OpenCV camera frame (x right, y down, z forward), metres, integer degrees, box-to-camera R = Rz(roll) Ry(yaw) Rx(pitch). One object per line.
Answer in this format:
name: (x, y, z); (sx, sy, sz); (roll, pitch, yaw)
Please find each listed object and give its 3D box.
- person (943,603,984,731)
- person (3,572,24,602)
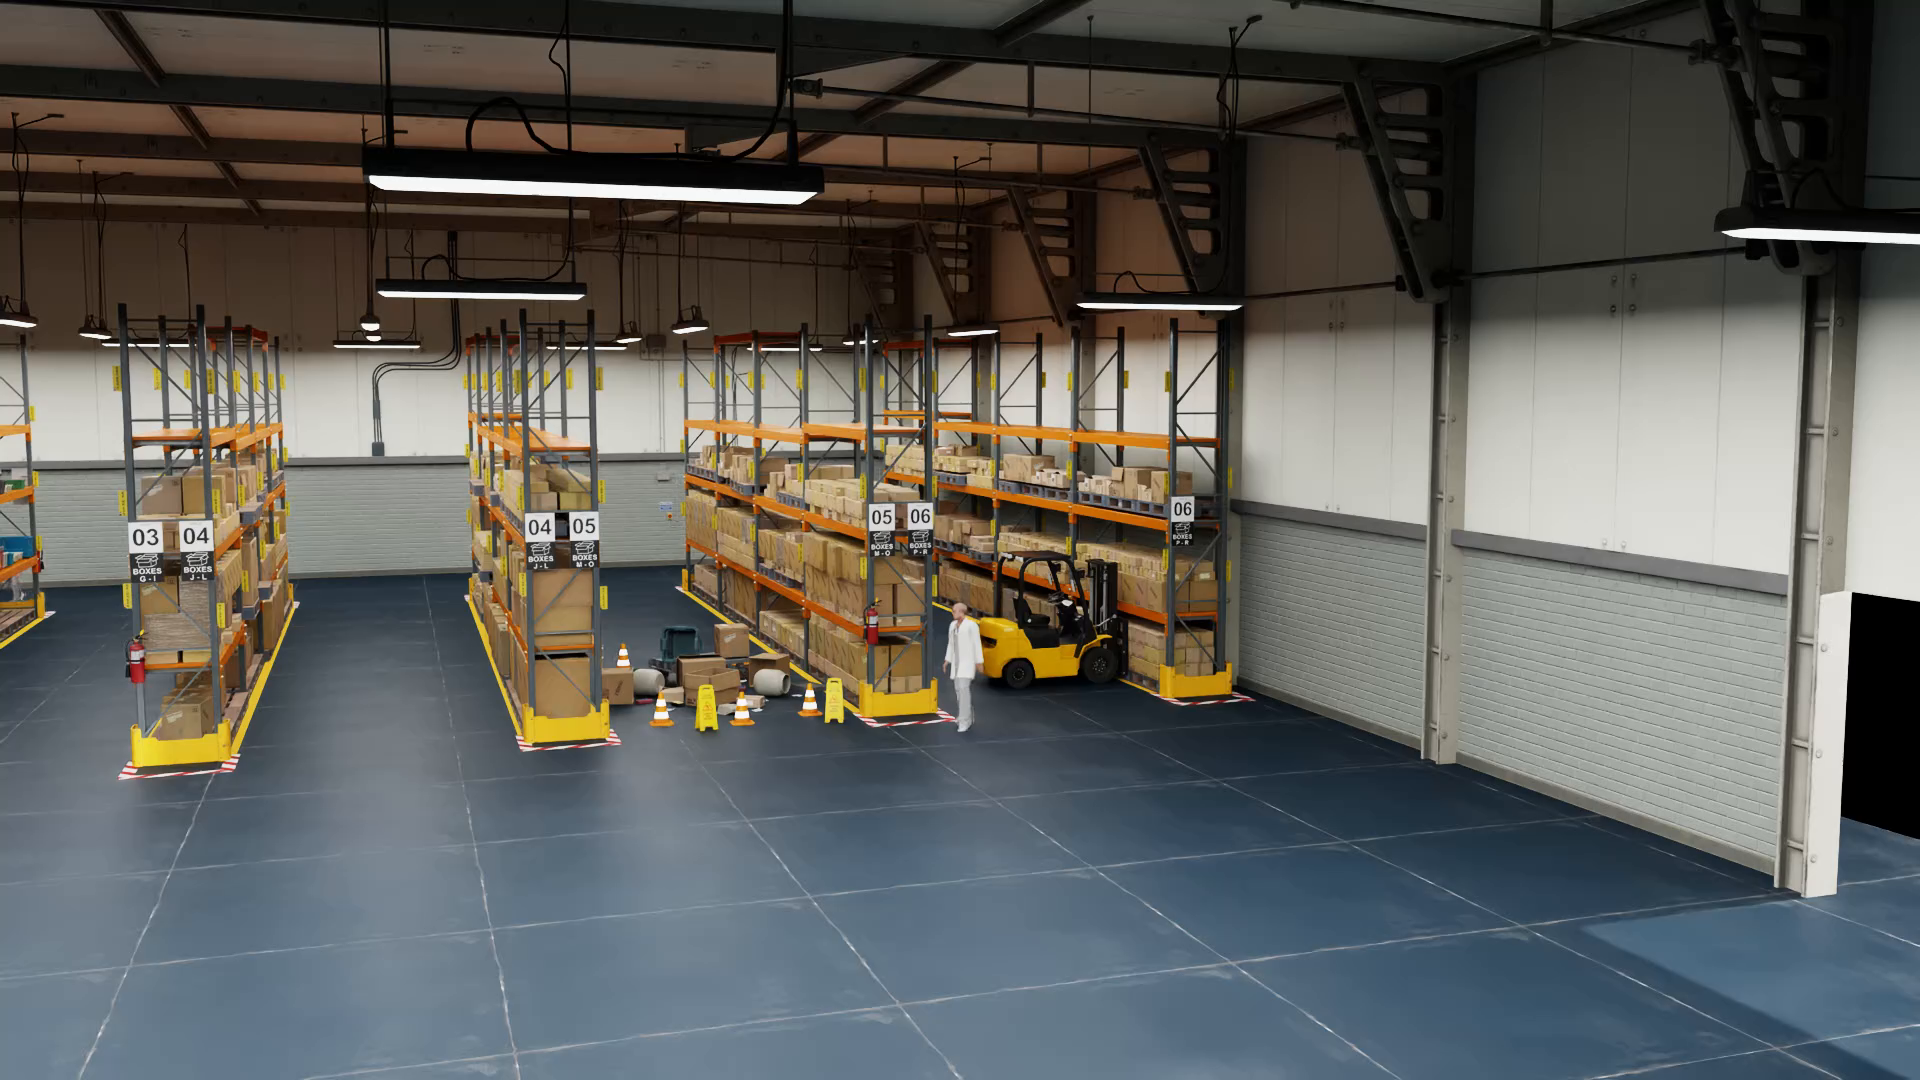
person: (0.009, 1.843, 24.234); (0.574, 1.841, 0.671); (-4, 7, -39)
person: (-20.958, 0.704, 36.867); (0.432, 1.589, 0.518); (1, 6, 15)
